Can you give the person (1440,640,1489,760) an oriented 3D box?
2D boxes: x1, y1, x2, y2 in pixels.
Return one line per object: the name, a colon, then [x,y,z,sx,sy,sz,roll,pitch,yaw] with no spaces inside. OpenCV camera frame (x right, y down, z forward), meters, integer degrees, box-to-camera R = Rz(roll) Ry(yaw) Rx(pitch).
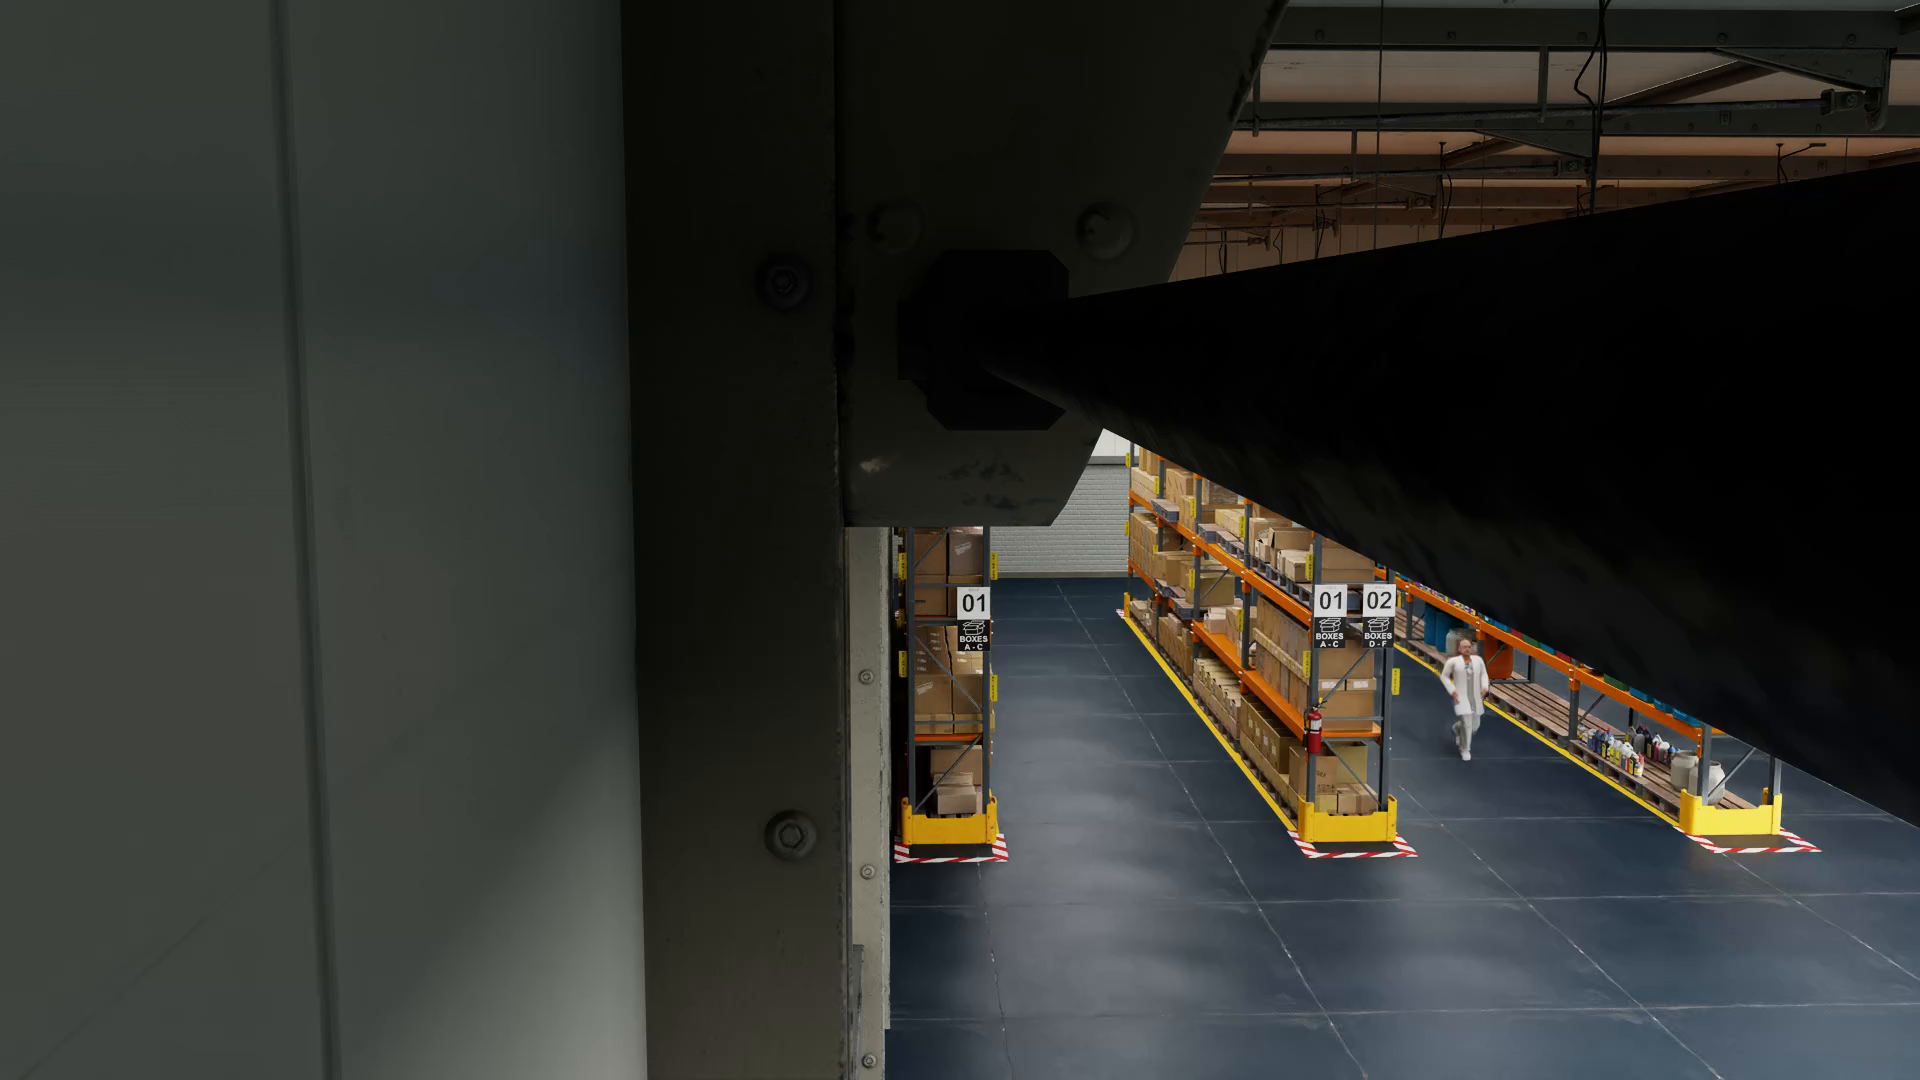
person: [7.456,2.335,24.579,0.707,1.754,0.672,-1,7,-5]
